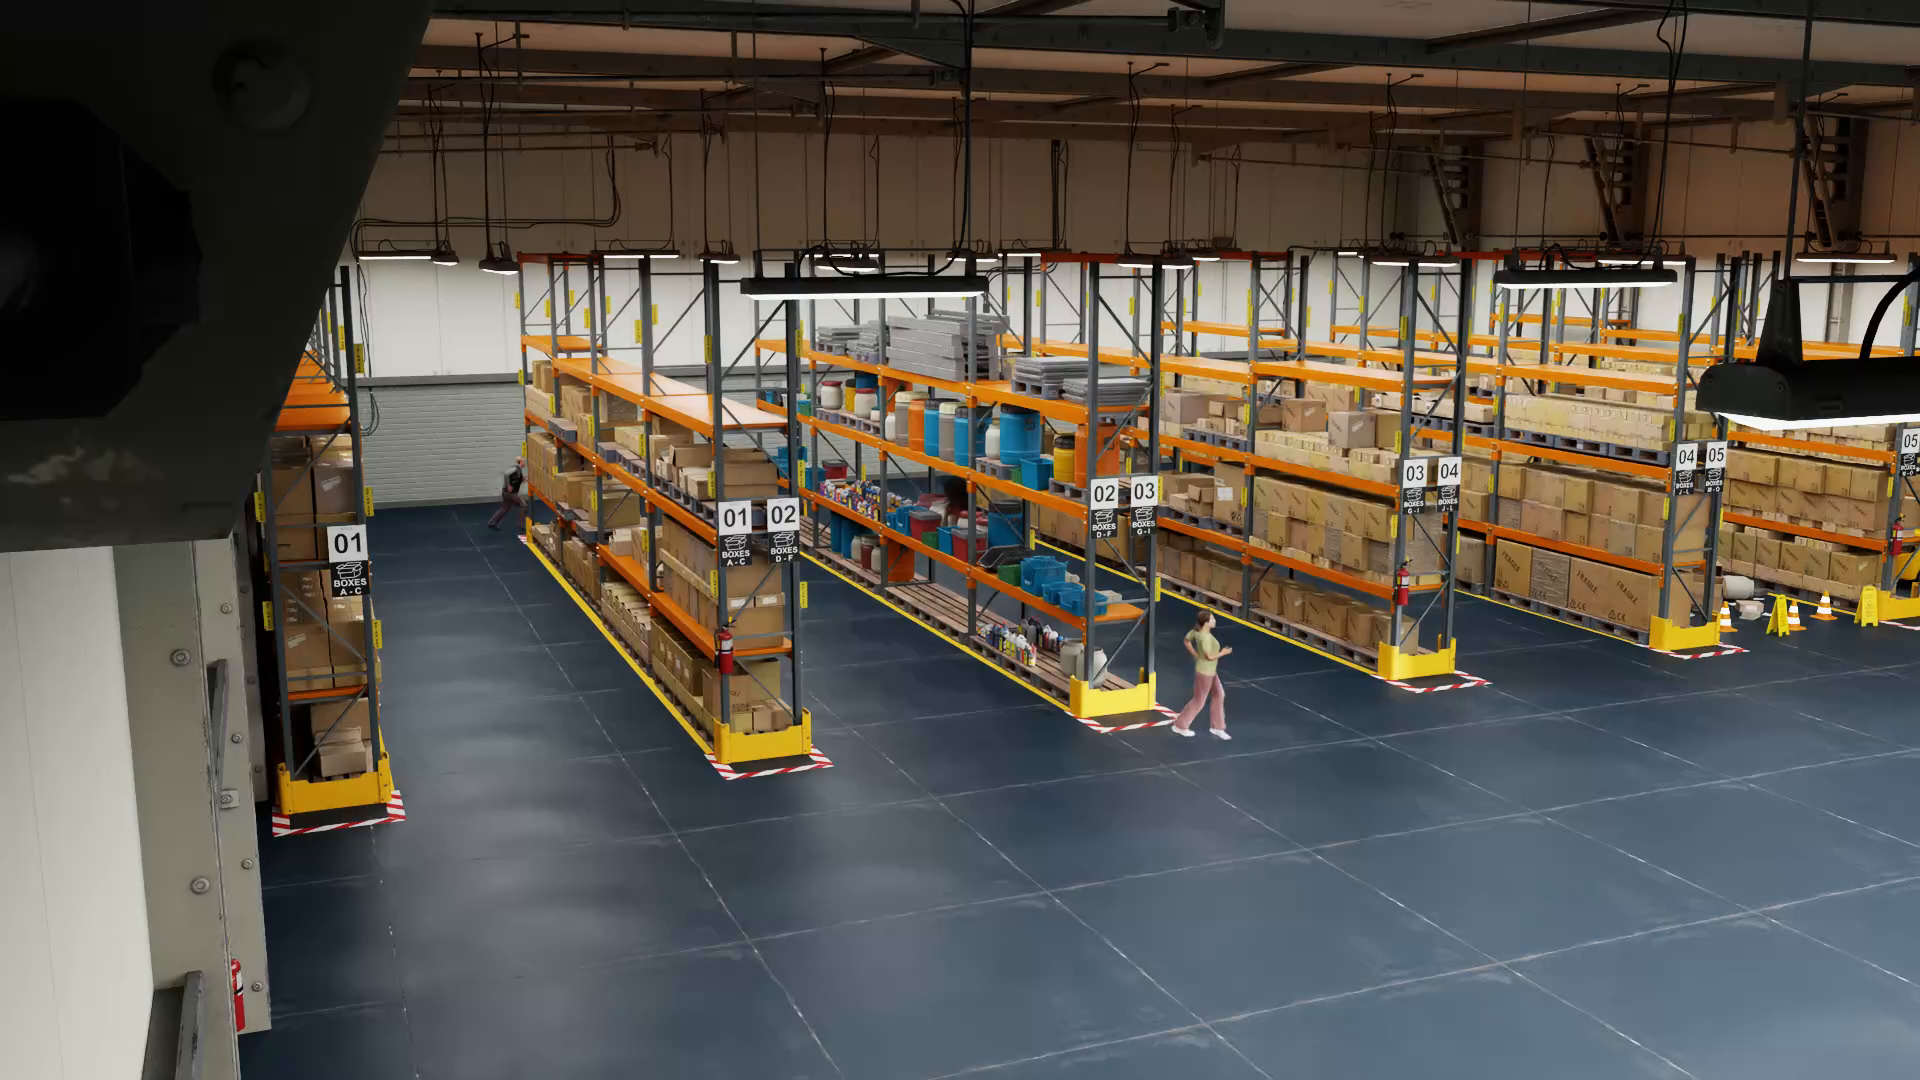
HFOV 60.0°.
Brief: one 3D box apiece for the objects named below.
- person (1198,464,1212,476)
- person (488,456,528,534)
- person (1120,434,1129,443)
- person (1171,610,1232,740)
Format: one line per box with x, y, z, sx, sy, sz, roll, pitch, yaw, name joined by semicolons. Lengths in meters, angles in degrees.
6.189;-2.004;41.636;0.597;1.572;0.527;-8;13;-39;person
-9.674;-0.935;35.644;0.943;1.730;0.676;-3;11;-14;person
3.921;-1.854;40.672;0.584;1.606;0.582;6;12;31;person
3.065;1.719;20.965;0.776;1.717;0.567;0;10;2;person
